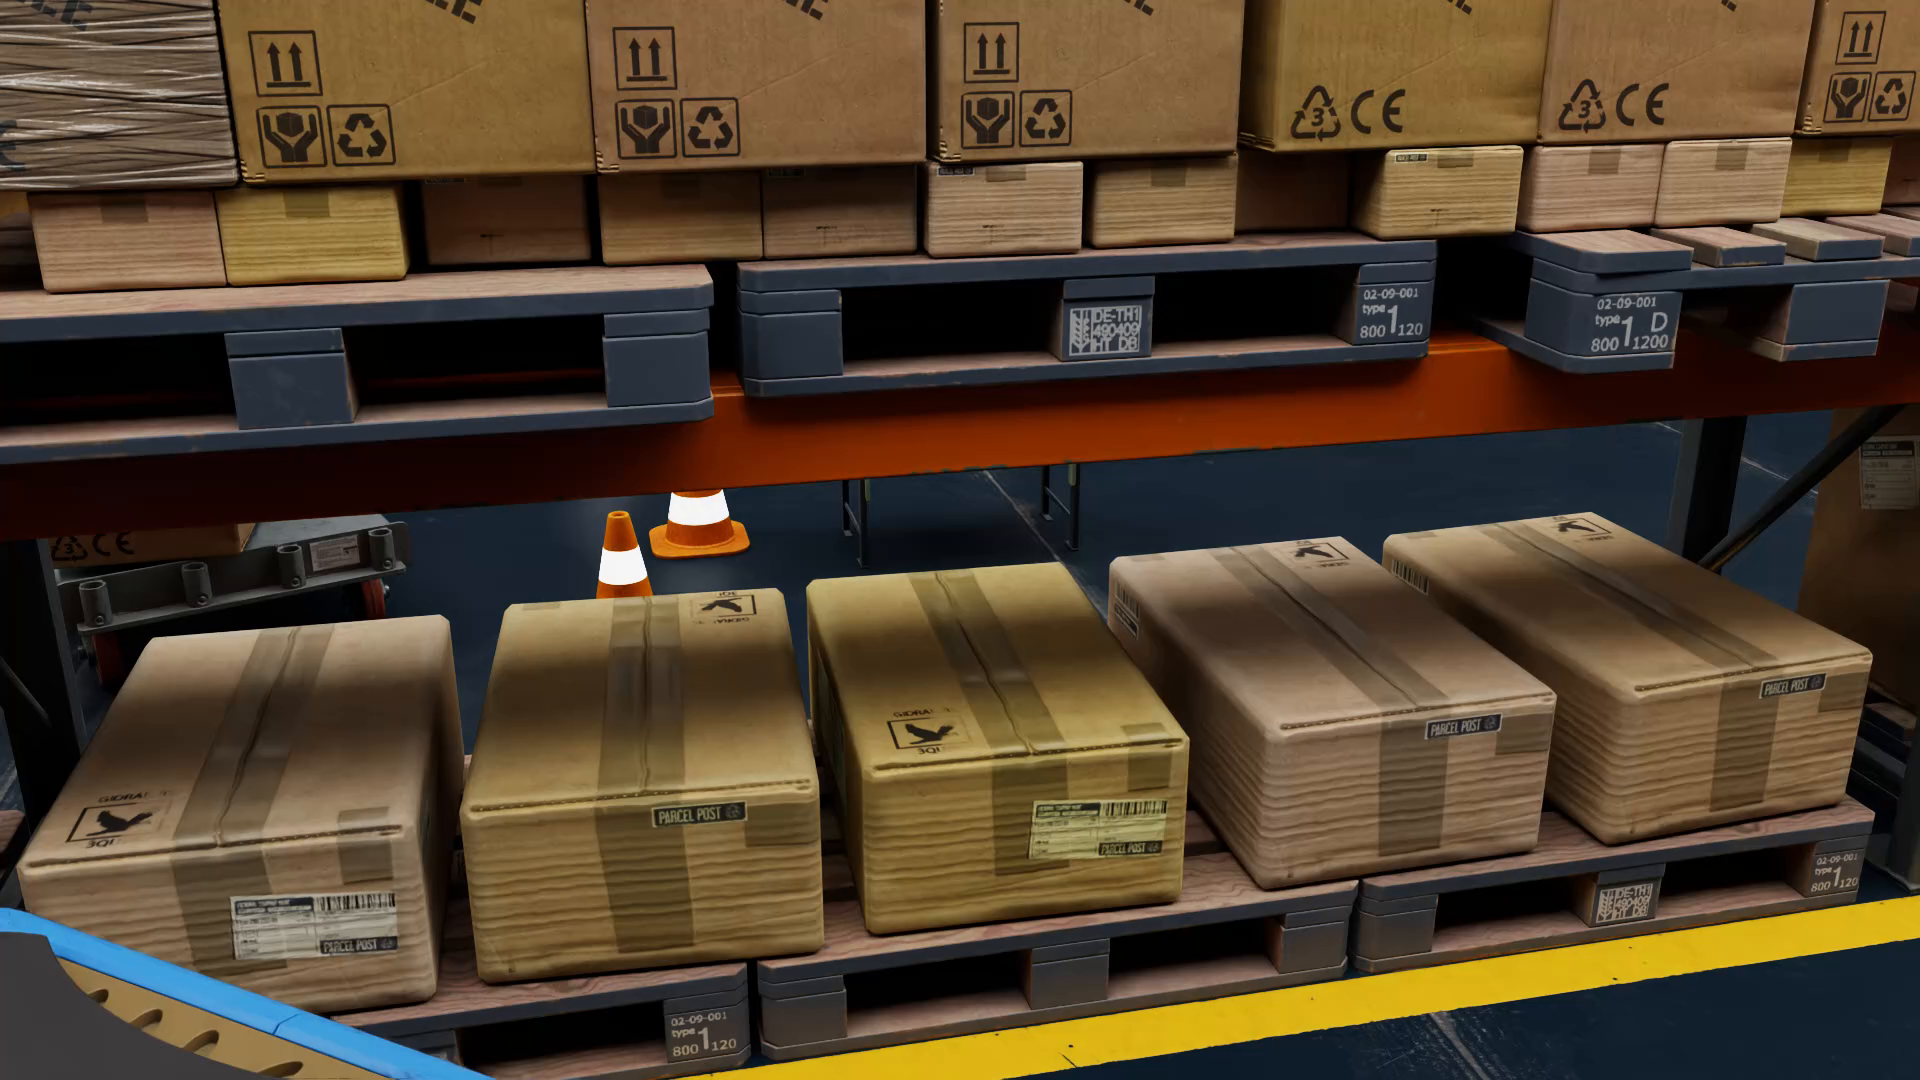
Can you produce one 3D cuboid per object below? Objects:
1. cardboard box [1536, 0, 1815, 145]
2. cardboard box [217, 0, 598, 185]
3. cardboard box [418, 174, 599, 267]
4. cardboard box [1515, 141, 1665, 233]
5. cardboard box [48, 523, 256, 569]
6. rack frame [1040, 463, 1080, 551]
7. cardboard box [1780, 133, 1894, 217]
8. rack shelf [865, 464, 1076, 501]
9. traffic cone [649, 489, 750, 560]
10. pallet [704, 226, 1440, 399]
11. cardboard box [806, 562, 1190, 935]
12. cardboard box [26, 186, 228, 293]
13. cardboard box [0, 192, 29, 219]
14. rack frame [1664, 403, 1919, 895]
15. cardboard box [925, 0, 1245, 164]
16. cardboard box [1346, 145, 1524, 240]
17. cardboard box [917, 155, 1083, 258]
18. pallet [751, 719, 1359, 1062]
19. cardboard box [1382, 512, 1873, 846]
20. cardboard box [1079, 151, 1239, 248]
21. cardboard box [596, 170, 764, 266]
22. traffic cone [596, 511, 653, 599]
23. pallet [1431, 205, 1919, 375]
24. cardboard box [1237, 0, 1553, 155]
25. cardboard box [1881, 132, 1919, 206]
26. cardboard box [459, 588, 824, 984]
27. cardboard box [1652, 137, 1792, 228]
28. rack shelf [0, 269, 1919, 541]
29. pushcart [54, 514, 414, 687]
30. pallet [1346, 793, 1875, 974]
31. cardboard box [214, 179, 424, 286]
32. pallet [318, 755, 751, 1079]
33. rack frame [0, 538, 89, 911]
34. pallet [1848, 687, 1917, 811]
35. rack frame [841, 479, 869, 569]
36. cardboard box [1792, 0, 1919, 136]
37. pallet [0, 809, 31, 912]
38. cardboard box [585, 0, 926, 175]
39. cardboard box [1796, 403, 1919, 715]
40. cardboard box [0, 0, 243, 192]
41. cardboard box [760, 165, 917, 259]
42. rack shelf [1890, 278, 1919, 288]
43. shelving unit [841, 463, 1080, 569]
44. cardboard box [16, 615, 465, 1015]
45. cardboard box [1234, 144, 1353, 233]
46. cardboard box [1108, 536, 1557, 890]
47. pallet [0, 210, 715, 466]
[{"bbox_3d":[1.167,-1.006,3.012,0.500,0.500,0.500,-5,21,-13],"label":"cardboard box"},{"bbox_3d":[-0.837,-0.844,2.570,0.500,0.500,0.500,-5,21,-12],"label":"cardboard box"},{"bbox_3d":[-0.733,-0.561,2.741,0.250,0.149,0.380,-3,20,-9],"label":"cardboard box"},{"bbox_3d":[1.055,-0.673,3.045,0.250,0.149,0.380,-6,21,-15],"label":"cardboard box"},{"bbox_3d":[-2.285,-0.255,4.682,0.500,0.500,0.500,-5,21,-12],"label":"cardboard box"},{"bbox_3d":[0.350,-0.733,5.634,0.023,1.500,0.400,-5,21,-12],"label":"rack frame"},{"bbox_3d":[1.537,-0.725,3.188,0.250,0.149,0.380,-4,21,-12],"label":"cardboard box"},{"bbox_3d":[-0.006,-0.398,5.667,0.720,0.370,0.431,-5,21,-12],"label":"rack shelf"},{"bbox_3d":[-0.910,-0.213,5.722,0.334,0.463,0.336,-5,21,-12],"label":"traffic cone"},{"bbox_3d":[0.129,-0.536,3.194,1.213,0.211,1.003,-5,21,-12],"label":"pallet"},{"bbox_3d":[0.038,0.401,3.568,0.625,0.372,0.950,-4,20,-11],"label":"cardboard box"},{"bbox_3d":[-1.236,-0.497,2.564,0.250,0.149,0.380,-4,21,-12],"label":"cardboard box"},{"bbox_3d":[-3.712,-1.301,7.485,0.875,0.875,0.875,-4,21,-12],"label":"cardboard box"},{"bbox_3d":[2.046,-0.796,3.627,0.127,3.000,1.000,-5,21,-12],"label":"rack frame"},{"bbox_3d":[0.145,-0.923,2.785,0.500,0.500,0.500,-6,21,-15],"label":"cardboard box"},{"bbox_3d":[0.791,-0.646,2.973,0.250,0.149,0.380,-4,21,-12],"label":"cardboard box"},{"bbox_3d":[0.039,-0.590,2.820,0.250,0.149,0.380,-4,20,-10],"label":"cardboard box"},{"bbox_3d":[0.100,0.670,3.678,1.213,0.211,1.003,-5,21,-12],"label":"pallet"},{"bbox_3d":[1.494,0.282,3.893,0.625,0.372,0.950,-6,21,-16],"label":"cardboard box"},{"bbox_3d":[0.292,-0.621,2.905,0.250,0.149,0.380,-5,21,-14],"label":"cardboard box"},{"bbox_3d":[-0.473,-0.568,2.758,0.250,0.149,0.380,-4,21,-12],"label":"cardboard box"},{"bbox_3d":[-0.962,0.145,4.746,0.334,0.463,0.336,-5,21,-12],"label":"traffic cone"},{"bbox_3d":[1.377,-0.614,3.408,1.003,0.211,1.213,-5,21,-12],"label":"pallet"},{"bbox_3d":[0.676,-0.966,2.902,0.500,0.500,0.500,-6,21,-16],"label":"cardboard box"},{"bbox_3d":[1.781,-0.770,3.312,0.250,0.149,0.380,-4,20,-10],"label":"cardboard box"},{"bbox_3d":[-0.638,0.457,3.416,0.625,0.372,0.950,-3,20,-9],"label":"cardboard box"},{"bbox_3d":[1.302,-0.690,3.092,0.250,0.149,0.380,-5,21,-13],"label":"cardboard box"},{"bbox_3d":[0.100,-0.300,3.318,4.000,0.370,1.077,-5,21,-12],"label":"rack shelf"},{"bbox_3d":[-2.420,-0.007,5.286,0.936,0.377,1.648,-13,24,-31],"label":"pushcart"},{"bbox_3d":[1.285,0.575,3.939,1.213,0.211,1.003,-5,21,-12],"label":"pallet"},{"bbox_3d":[-0.991,-0.513,2.610,0.250,0.149,0.380,-4,21,-11],"label":"cardboard box"},{"bbox_3d":[-1.089,0.768,3.412,1.213,0.211,1.003,-5,21,-12],"label":"pallet"},{"bbox_3d":[-1.847,-0.479,2.762,0.127,3.000,1.000,-5,21,-12],"label":"rack frame"},{"bbox_3d":[2.831,0.476,4.208,1.213,0.211,1.003,-5,21,-12],"label":"pallet"},{"bbox_3d":[-0.363,-0.675,5.476,0.023,1.500,0.400,-5,21,-12],"label":"rack frame"},{"bbox_3d":[1.668,-1.051,3.134,0.500,0.500,0.500,-5,21,-14],"label":"cardboard box"},{"bbox_3d":[-2.492,0.895,3.065,1.213,0.211,1.003,-5,21,-12],"label":"pallet"},{"bbox_3d":[-0.353,-0.879,2.664,0.500,0.500,0.500,-5,21,-13],"label":"cardboard box"},{"bbox_3d":[2.737,-0.022,3.993,0.875,0.875,0.875,-5,21,-13],"label":"cardboard box"},{"bbox_3d":[-1.324,-0.804,2.461,0.500,0.500,0.500,-4,21,-11],"label":"cardboard box"},{"bbox_3d":[-0.232,-0.587,2.810,0.250,0.149,0.380,-4,21,-12],"label":"cardboard box"},{"bbox_3d":[3.992,-0.616,4.182,4.000,0.370,1.077,-5,21,-12],"label":"rack shelf"},{"bbox_3d":[-0.006,-0.704,5.555,0.755,1.500,0.431,-5,21,-12],"label":"shelving unit"},{"bbox_3d":[-1.337,0.515,3.258,0.625,0.372,0.950,-4,21,-12],"label":"cardboard box"},{"bbox_3d":[0.517,-0.669,3.034,0.250,0.149,0.380,-4,21,-12],"label":"cardboard box"},{"bbox_3d":[0.778,0.343,3.727,0.625,0.372,0.950,-5,21,-14],"label":"cardboard box"},{"bbox_3d":[-1.069,-0.401,2.828,1.213,0.211,1.003,-5,21,-12],"label":"pallet"}]
